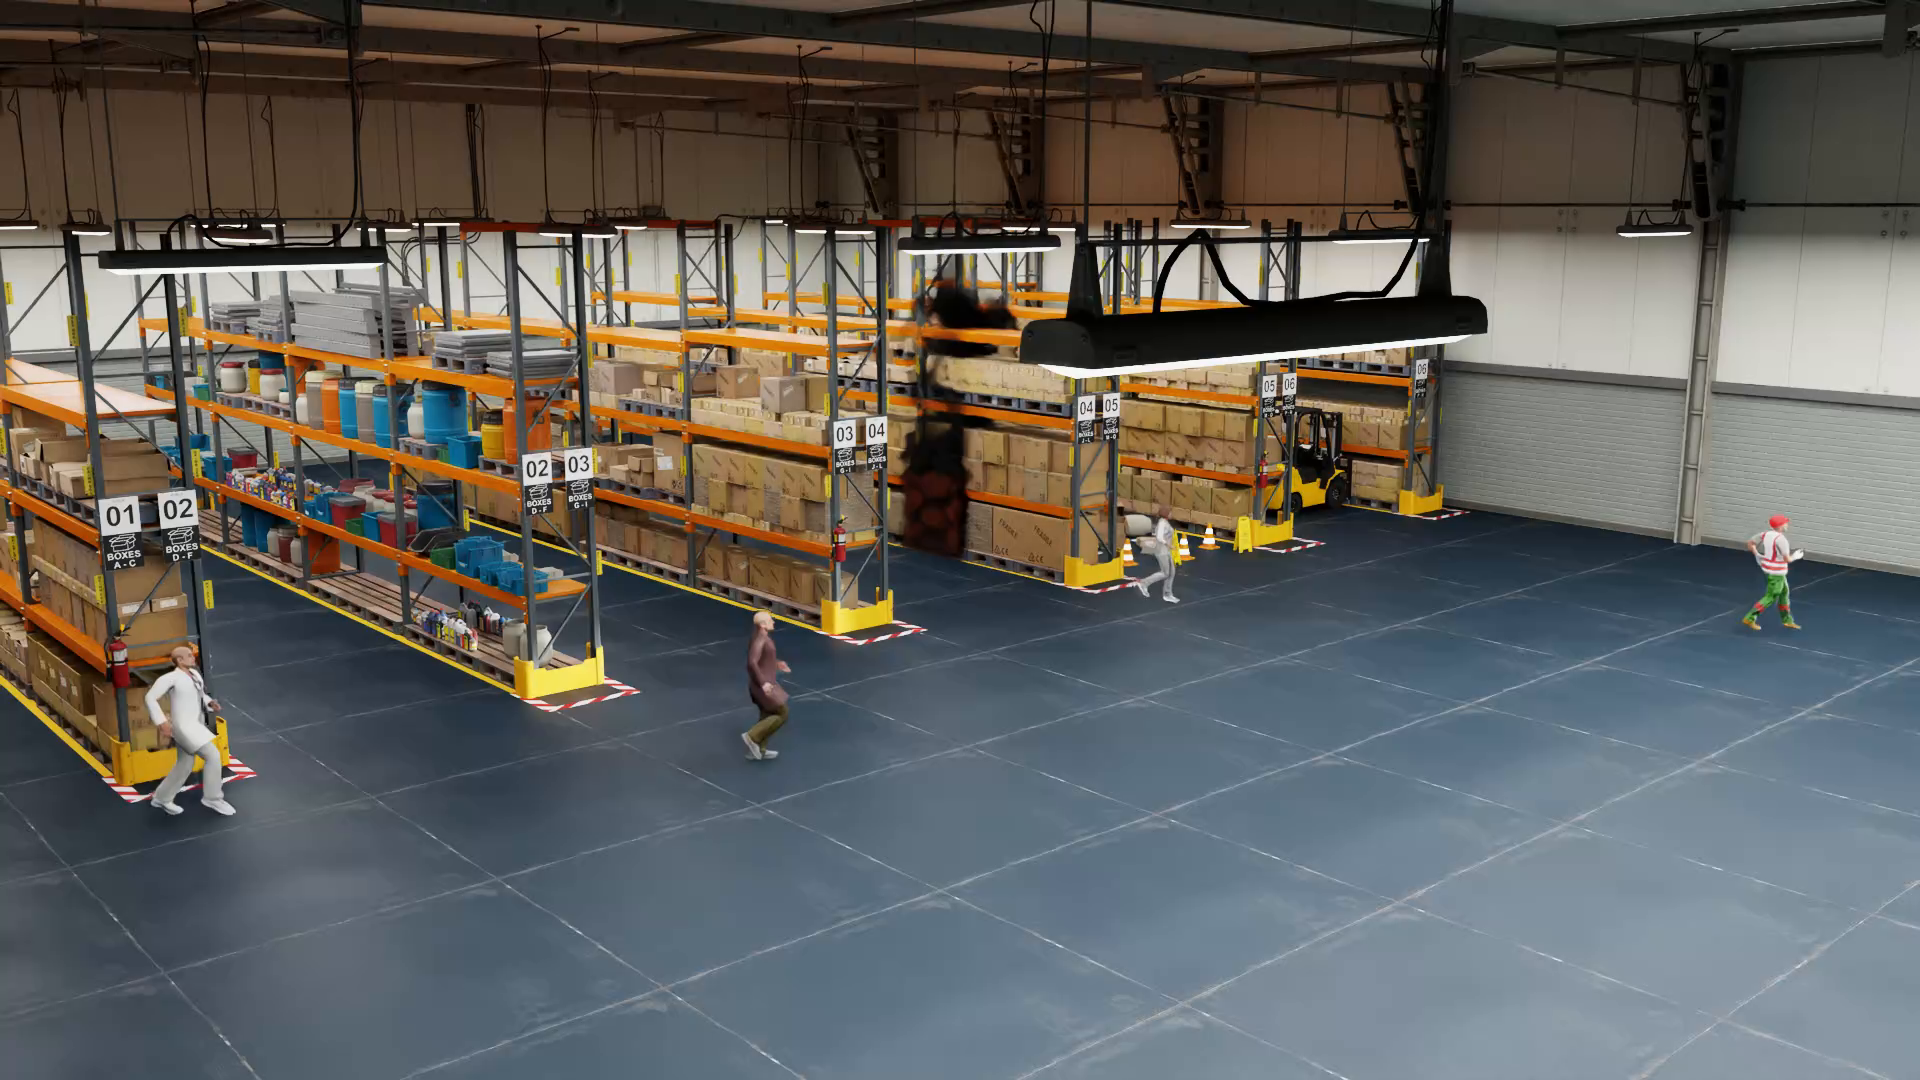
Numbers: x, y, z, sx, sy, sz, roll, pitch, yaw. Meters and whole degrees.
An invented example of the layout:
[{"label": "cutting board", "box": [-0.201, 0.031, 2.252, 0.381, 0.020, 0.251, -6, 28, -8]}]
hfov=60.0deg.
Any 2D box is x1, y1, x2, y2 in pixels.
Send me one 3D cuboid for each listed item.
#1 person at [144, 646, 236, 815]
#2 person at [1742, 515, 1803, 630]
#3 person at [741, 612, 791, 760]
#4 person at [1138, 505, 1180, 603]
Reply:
[{"label": "person", "box": [-8.095, 1.997, 17.508, 0.877, 1.771, 0.684, -1, 11, -6]}, {"label": "person", "box": [12.209, 0.487, 24.862, 0.992, 1.775, 0.670, 0, 11, -1]}, {"label": "person", "box": [-2.239, 1.717, 19.185, 0.629, 1.660, 0.723, -3, 12, -16]}, {"label": "person", "box": [3.230, 0.218, 26.833, 0.682, 1.592, 0.566, 2, 12, 11]}]
